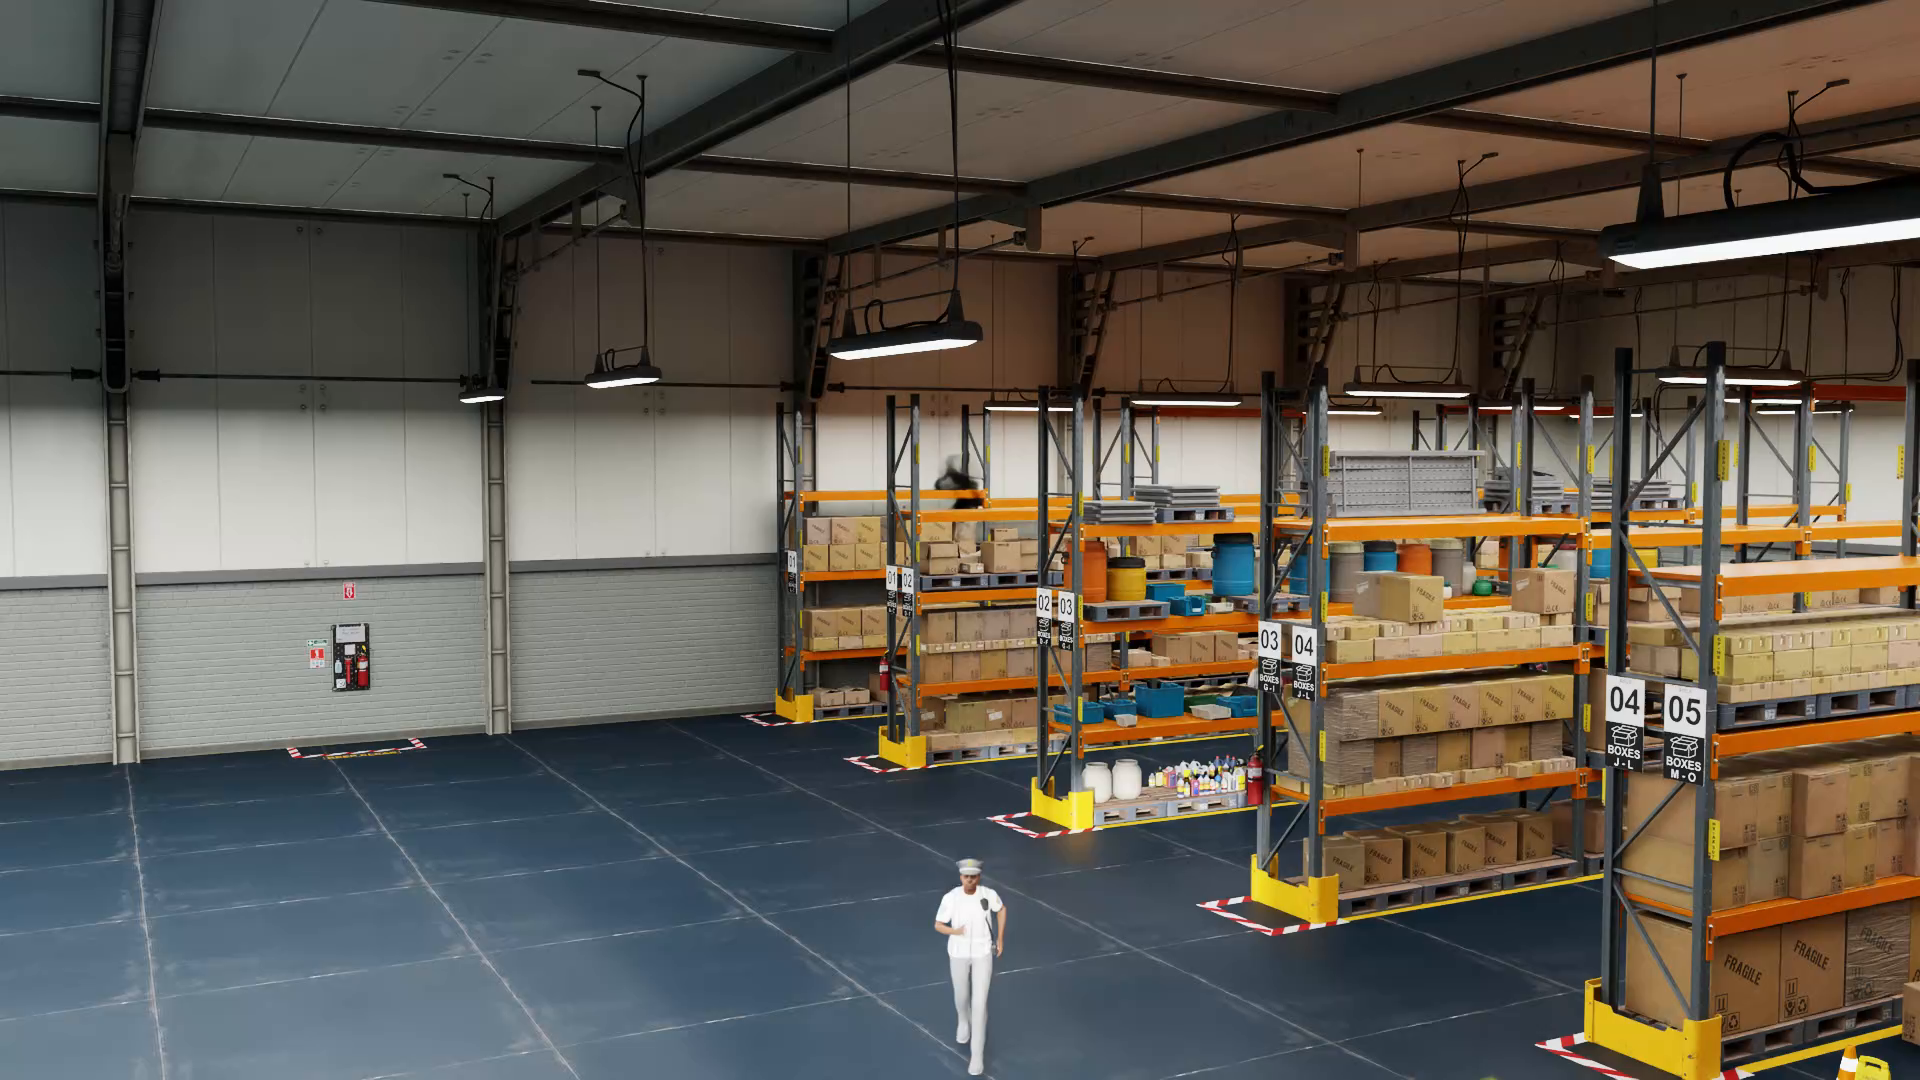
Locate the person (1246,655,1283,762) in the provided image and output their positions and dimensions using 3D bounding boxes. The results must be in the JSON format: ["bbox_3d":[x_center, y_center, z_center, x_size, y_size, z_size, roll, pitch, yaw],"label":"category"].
[{"bbox_3d":[4.994,2.740,27.349,0.770,1.775,0.709,-2,4,-35],"label":"person"}]

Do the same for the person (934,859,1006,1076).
[{"bbox_3d":[0.069,3.506,14.000,0.561,1.724,0.870,0,3,2],"label":"person"}]
